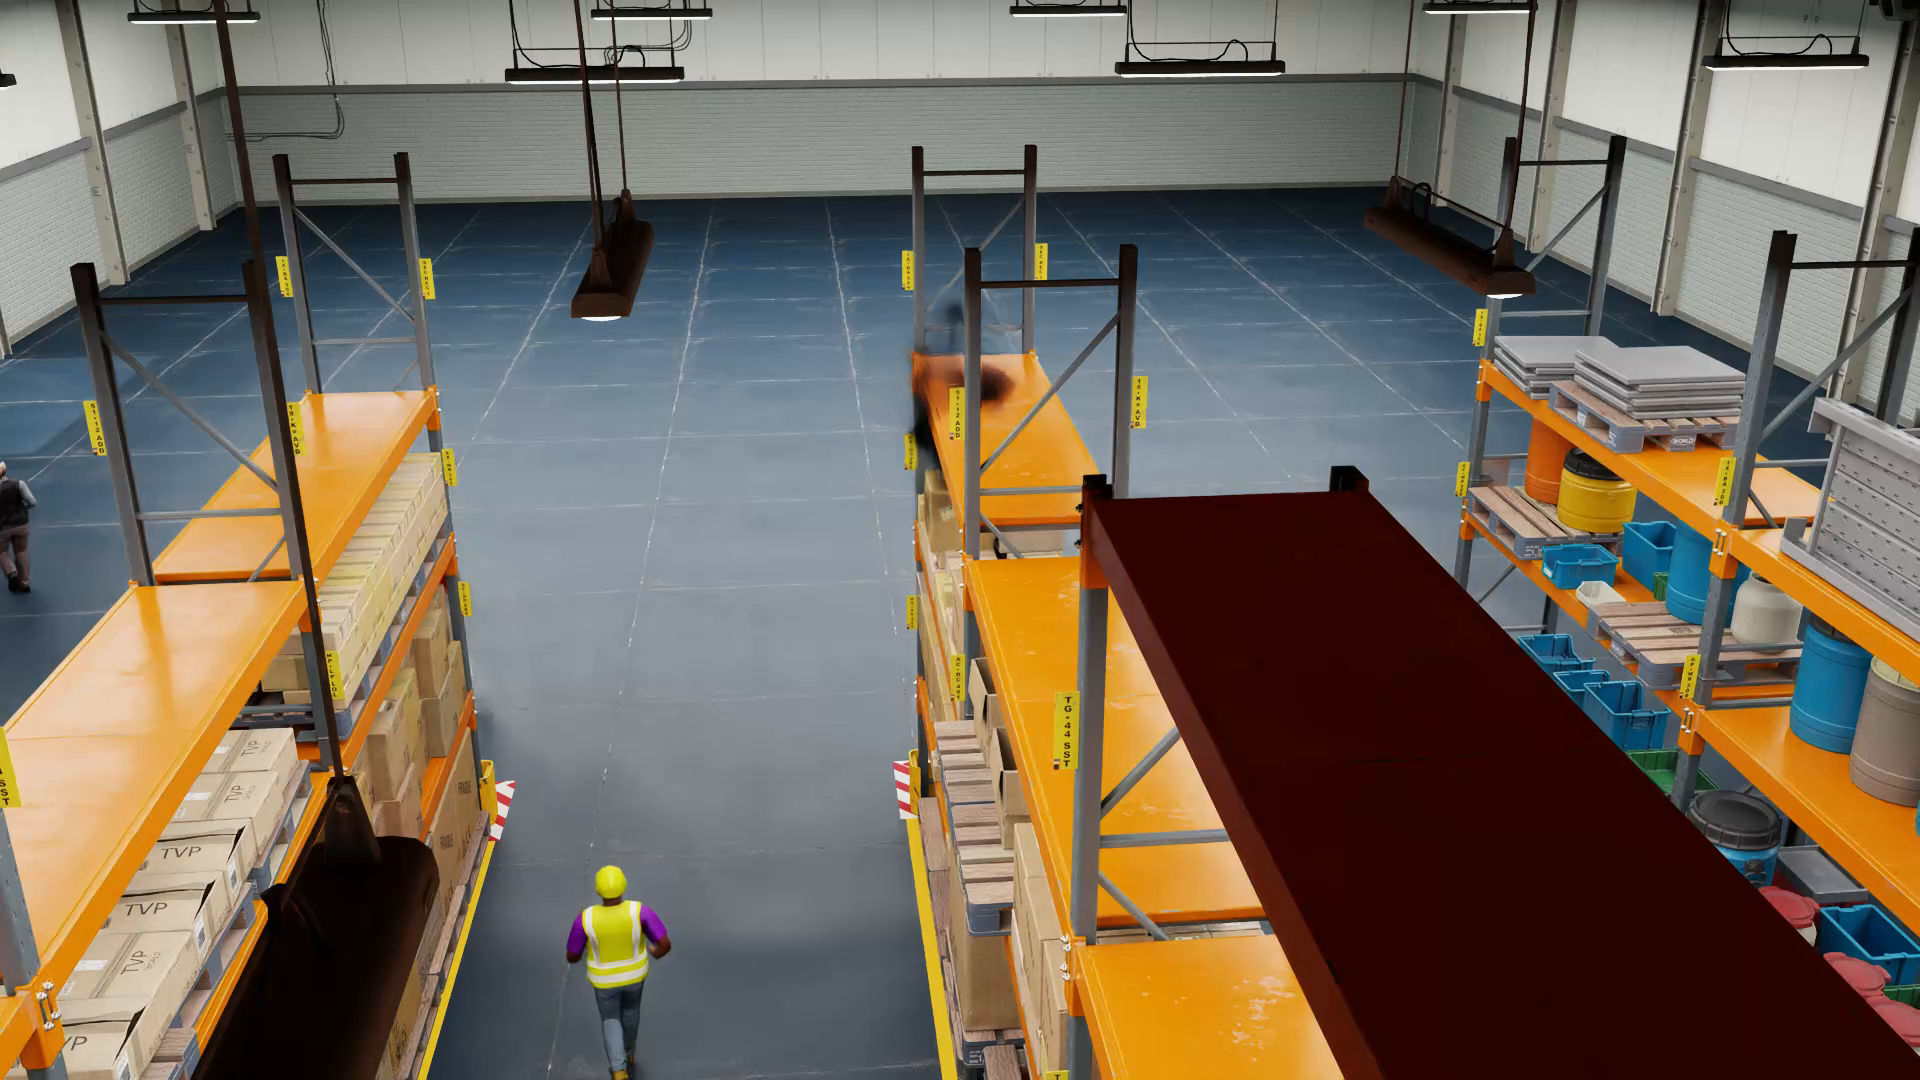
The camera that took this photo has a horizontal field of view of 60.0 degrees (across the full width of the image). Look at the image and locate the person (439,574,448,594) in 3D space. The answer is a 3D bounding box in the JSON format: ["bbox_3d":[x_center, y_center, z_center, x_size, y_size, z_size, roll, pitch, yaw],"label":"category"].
[{"bbox_3d":[-5.540,0.858,17.208,0.813,1.723,0.670,19,28,40],"label":"person"}]

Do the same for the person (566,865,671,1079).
[{"bbox_3d":[-2.371,3.047,11.598,0.700,1.762,0.864,-6,22,-15],"label":"person"}]

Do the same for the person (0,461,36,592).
[{"bbox_3d":[-11.328,-0.172,19.803,0.656,1.673,0.604,-16,27,-35],"label":"person"}]
